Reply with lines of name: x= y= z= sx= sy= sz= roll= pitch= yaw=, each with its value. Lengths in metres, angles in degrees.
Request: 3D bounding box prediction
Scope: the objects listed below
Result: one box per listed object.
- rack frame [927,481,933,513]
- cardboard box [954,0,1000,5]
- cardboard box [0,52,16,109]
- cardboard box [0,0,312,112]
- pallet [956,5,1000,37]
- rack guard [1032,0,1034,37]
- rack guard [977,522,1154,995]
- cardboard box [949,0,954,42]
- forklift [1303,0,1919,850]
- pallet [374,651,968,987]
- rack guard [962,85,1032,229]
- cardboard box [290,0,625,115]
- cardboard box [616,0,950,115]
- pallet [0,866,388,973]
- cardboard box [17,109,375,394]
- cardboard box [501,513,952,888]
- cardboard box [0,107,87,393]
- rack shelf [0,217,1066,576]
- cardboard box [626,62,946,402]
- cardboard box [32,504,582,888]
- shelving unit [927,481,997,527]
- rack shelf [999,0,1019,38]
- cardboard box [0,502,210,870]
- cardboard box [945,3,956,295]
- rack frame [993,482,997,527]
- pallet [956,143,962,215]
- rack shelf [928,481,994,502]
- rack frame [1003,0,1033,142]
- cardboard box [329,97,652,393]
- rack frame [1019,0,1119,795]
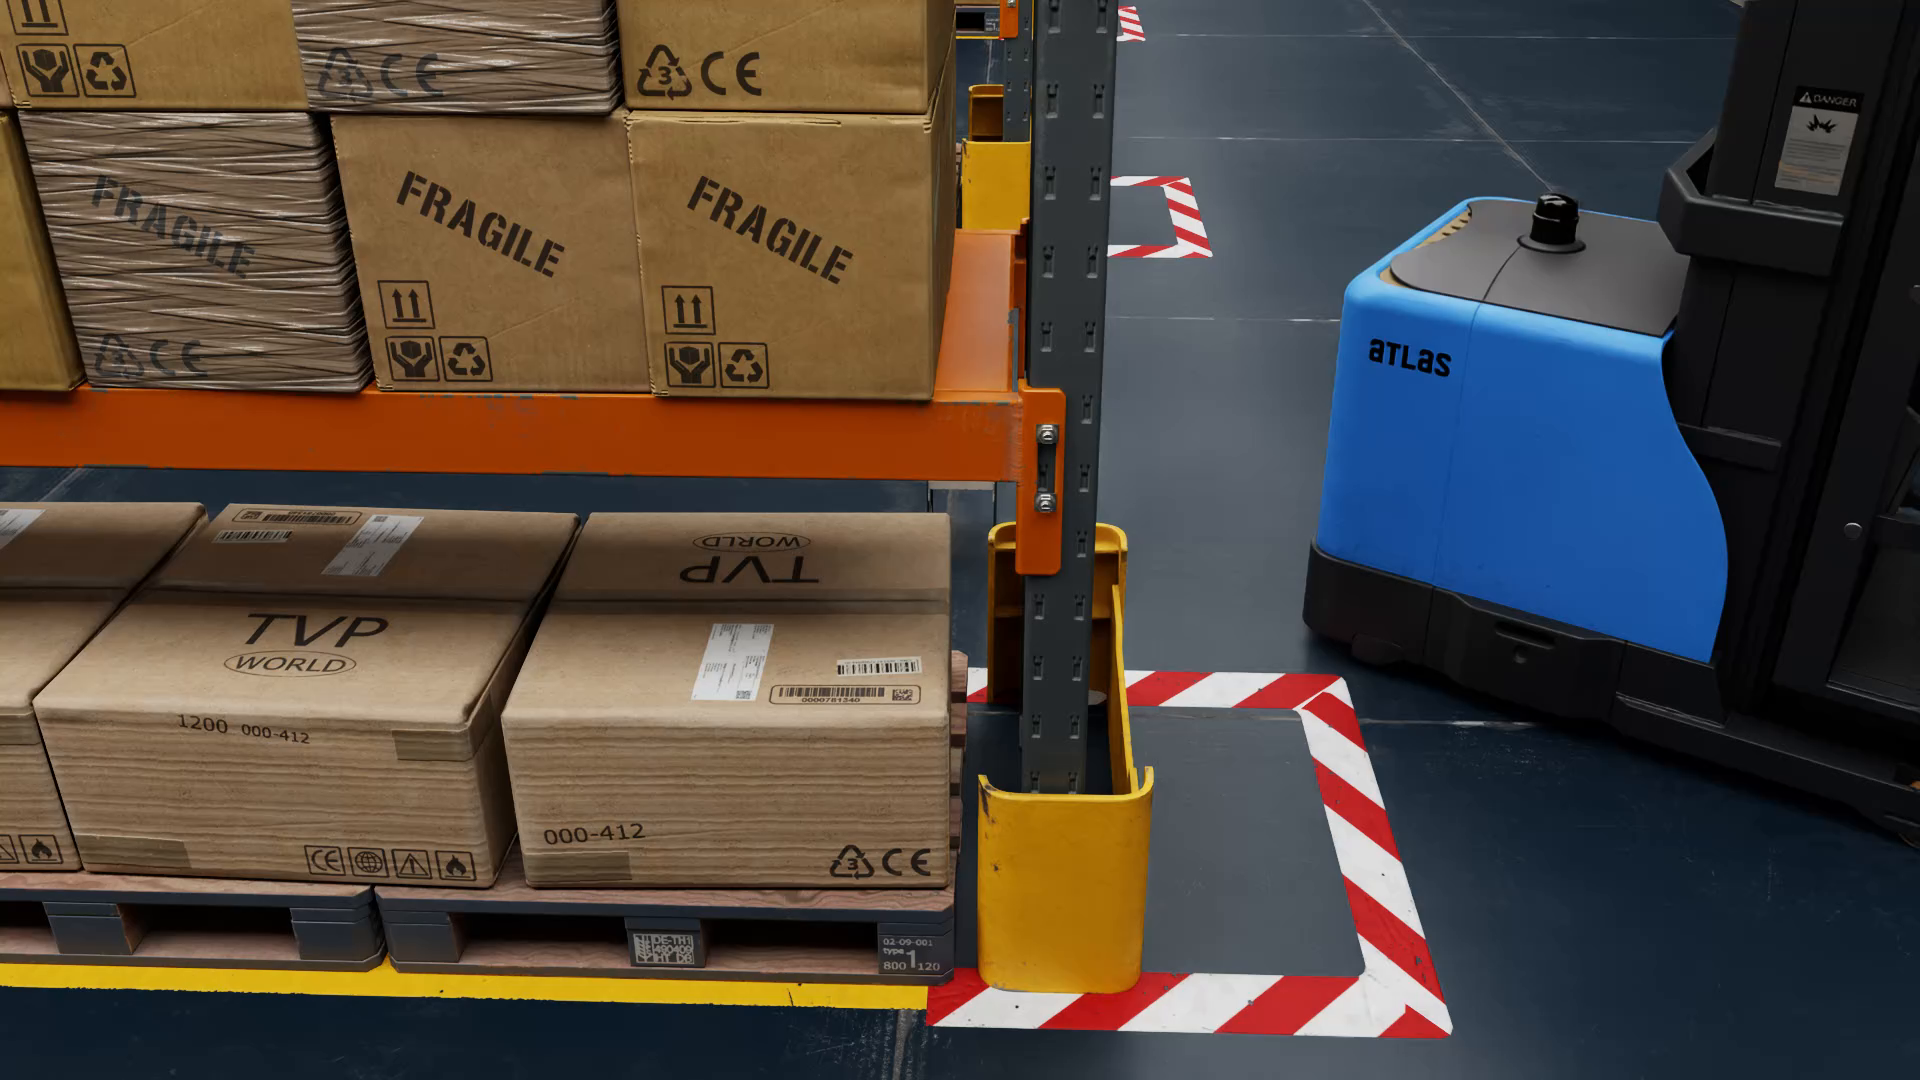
rack frame: x=-0.093 y=-0.399 z=5.042 sx=0.006 sy=0.900 sz=0.240 roll=1 pitch=28 yaw=2
cardboard box: x=-0.088 y=-4.514 z=12.382 sx=0.875 sy=0.875 sz=0.875 roll=1 pitch=28 yaw=2
cardboard box: x=-1.806 y=-1.051 z=2.856 sx=0.500 sy=0.500 sz=0.500 roll=1 pitch=28 yaw=1
cardboard box: x=-1.303 y=-1.042 z=2.839 sx=0.500 sy=0.500 sz=0.500 roll=1 pitch=28 yaw=2
pallet: x=-0.248 y=-4.038 z=12.643 sx=1.213 sy=0.211 sz=1.003 roll=1 pitch=28 yaw=2
rack guard: x=0.578 y=-4.189 z=12.618 sx=0.348 sy=0.500 sz=1.175 roll=1 pitch=28 yaw=2
rack guard: x=0.228 y=0.450 z=3.868 sx=0.348 sy=0.500 sz=1.175 roll=1 pitch=28 yaw=2
cardboard box: x=-0.265 y=-1.282 z=3.292 sx=0.500 sy=0.500 sz=0.500 roll=0 pitch=28 yaw=1
forklift: x=2.472 y=-0.800 z=3.630 sx=3.031 sy=2.935 sz=1.130 roll=17 pitch=33 yaw=30
pallet: x=-0.598 y=0.600 z=3.892 sx=1.213 sy=0.211 sz=1.003 roll=1 pitch=28 yaw=2
rack guard: x=0.202 y=-1.871 z=8.245 sx=0.348 sy=0.500 sz=1.175 roll=1 pitch=28 yaw=2
cardboard box: x=-0.809 y=-1.033 z=2.821 sx=0.500 sy=0.500 sz=0.500 roll=1 pitch=28 yaw=2
cardboard box: x=-0.286 y=-1.038 z=2.830 sx=0.500 sy=0.500 sz=0.500 roll=2 pitch=28 yaw=3
pallet: x=-1.814 y=0.579 z=3.933 sx=1.213 sy=0.211 sz=1.003 roll=1 pitch=28 yaw=2
cardboard box: x=-1.303 y=-0.603 z=3.078 sx=0.500 sy=0.500 sz=0.500 roll=2 pitch=28 yaw=3
cardboard box: x=-0.459 y=0.327 z=3.717 sx=0.875 sy=0.438 sz=0.875 roll=0 pitch=28 yaw=0
cardboard box: x=-1.819 y=-0.605 z=3.082 sx=0.500 sy=0.500 sz=0.500 roll=2 pitch=28 yaw=3
rack shelf: x=-1.794 y=-0.370 z=3.514 sx=4.000 sy=0.370 sz=1.077 roll=1 pitch=28 yaw=2
cardboard box: x=-0.287 y=-0.583 z=3.041 sx=0.500 sy=0.500 sz=0.500 roll=1 pitch=28 yaw=2
cardboard box: x=-1.374 y=0.316 z=3.738 sx=0.875 sy=0.438 sz=0.875 roll=2 pitch=28 yaw=3
shelving unit: x=0.008 y=-0.397 z=5.039 sx=0.210 sy=0.900 sz=0.258 roll=1 pitch=28 yaw=2
rack shelf: x=-1.721 y=-2.689 z=7.888 sx=4.000 sy=0.370 sz=1.077 roll=1 pitch=28 yaw=2
cardboard box: x=-2.275 y=0.300 z=3.768 sx=0.875 sy=0.438 sz=0.875 roll=0 pitch=28 yaw=0
cardboard box: x=-0.265 y=-0.842 z=3.528 sx=0.500 sy=0.500 sz=0.500 roll=1 pitch=28 yaw=1
rack frame: x=0.110 y=-0.396 z=5.036 sx=0.006 sy=0.900 sz=0.240 roll=1 pitch=28 yaw=2
pallet: x=-0.609 y=-1.773 z=8.369 sx=1.213 sy=0.211 sz=1.003 roll=1 pitch=28 yaw=2
rack shelf: x=0.008 y=-0.209 z=5.139 sx=0.200 sy=0.077 sz=0.258 roll=1 pitch=28 yaw=2
rack frame: x=0.278 y=-2.974 z=7.657 sx=0.127 sy=3.000 sz=1.000 roll=1 pitch=28 yaw=2
cardboard box: x=-0.788 y=-0.599 z=3.070 sx=0.500 sy=0.500 sz=0.500 roll=0 pitch=28 yaw=1
rack frame: x=0.204 y=-0.655 z=3.283 sx=0.127 sy=3.000 sz=1.000 roll=1 pitch=28 yaw=2
